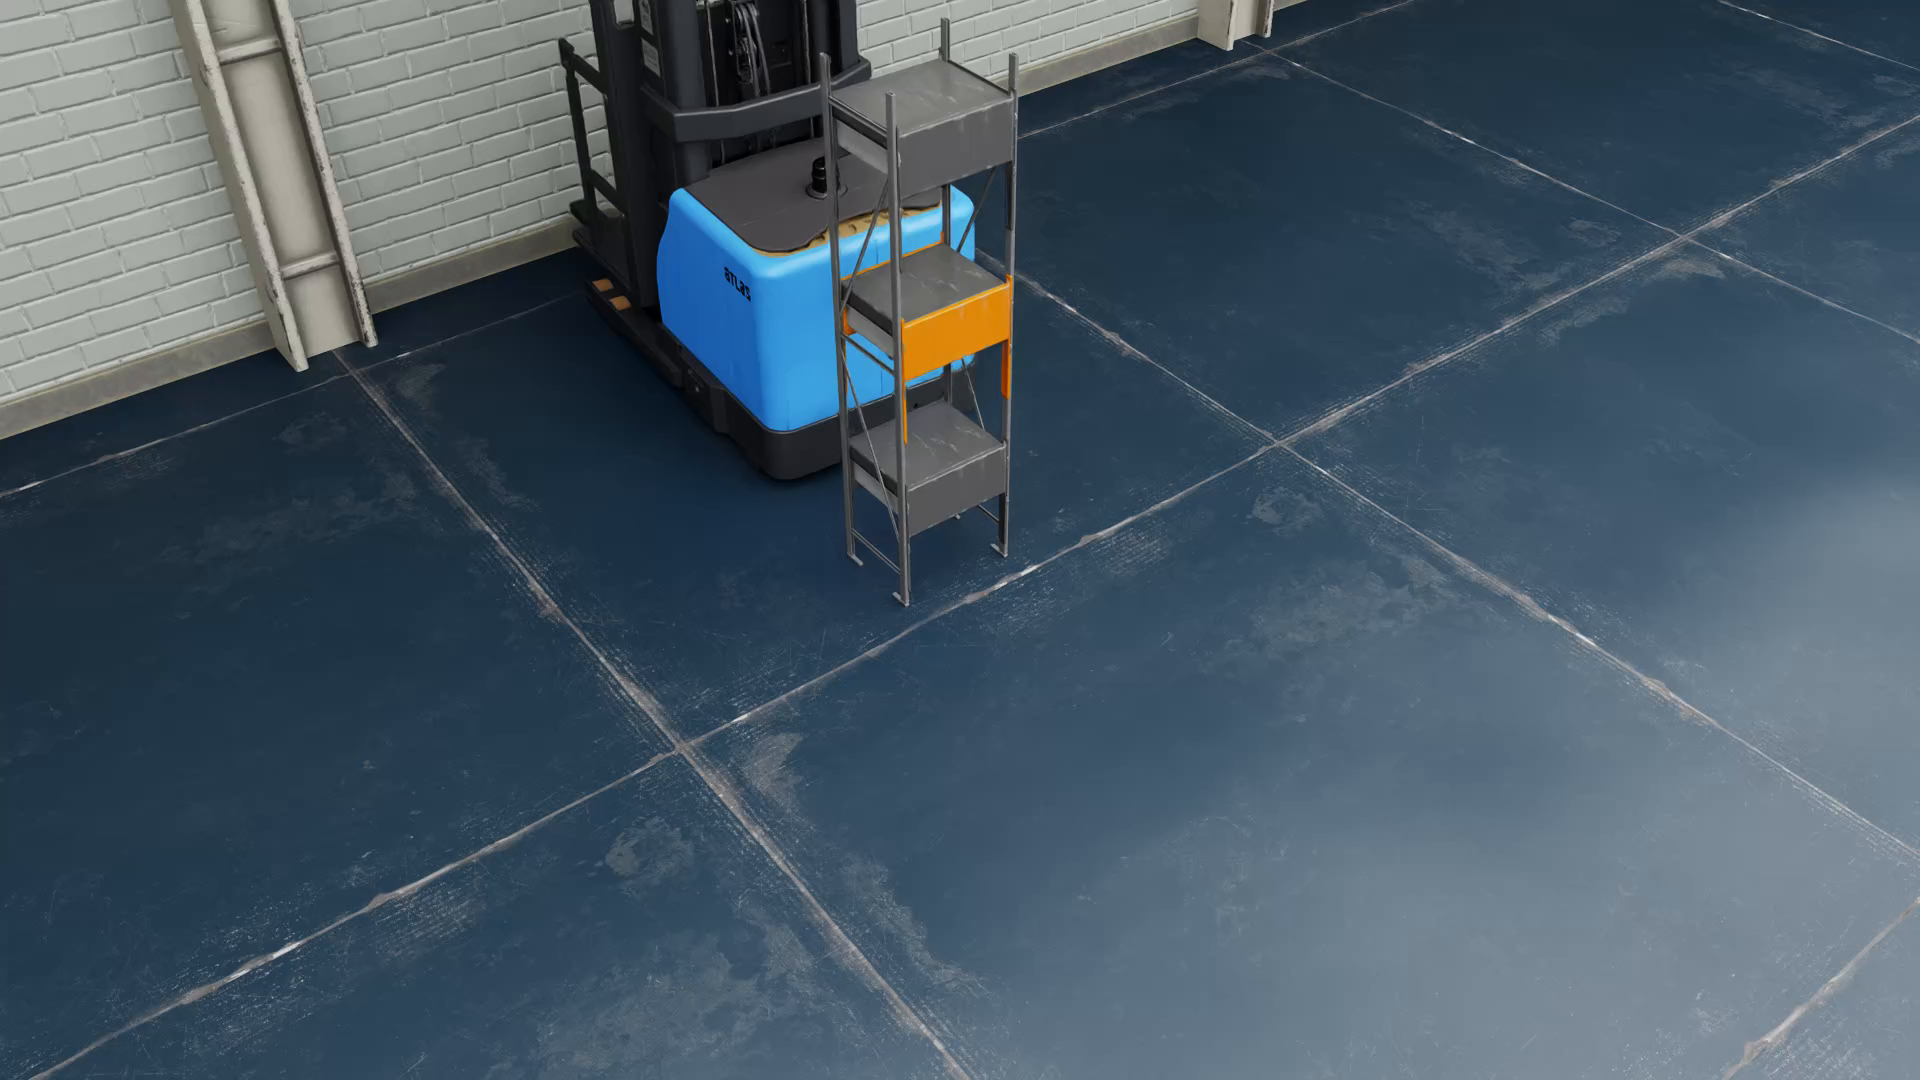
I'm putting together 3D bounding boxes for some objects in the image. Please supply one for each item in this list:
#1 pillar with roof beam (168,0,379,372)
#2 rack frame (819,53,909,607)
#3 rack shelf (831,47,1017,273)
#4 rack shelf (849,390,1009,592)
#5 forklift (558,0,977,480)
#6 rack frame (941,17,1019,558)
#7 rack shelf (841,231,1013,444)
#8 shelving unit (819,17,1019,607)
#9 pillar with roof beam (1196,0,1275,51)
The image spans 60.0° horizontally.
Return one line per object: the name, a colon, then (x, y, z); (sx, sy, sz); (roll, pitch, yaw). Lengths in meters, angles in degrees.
pillar with roof beam: (-0.381, -2.245, 2.391); (0.400, 9.000, 9.100); (-26, 46, -28)
rack frame: (-0.325, -0.654, 5.891); (0.015, 2.100, 0.400); (-26, 46, -28)
rack shelf: (-0.131, -1.278, 5.571); (0.480, 0.518, 0.431); (-26, 46, -28)
rack shelf: (-0.131, -0.196, 6.459); (0.480, 0.518, 0.431); (-26, 46, -28)
forklift: (-1.160, -2.285, 7.225); (1.130, 2.935, 3.031); (-23, 45, -25)
rack frame: (0.062, -0.842, 6.121); (0.015, 2.100, 0.400); (-26, 46, -28)
rack shelf: (-0.131, -0.737, 6.015); (0.480, 0.518, 0.431); (-26, 46, -28)
shelving unit: (-0.131, -0.748, 6.006); (0.503, 2.100, 0.431); (-26, 46, -28)
pillar with roof beam: (4.376, -4.564, 5.218); (0.400, 9.000, 9.100); (-26, 46, -28)
